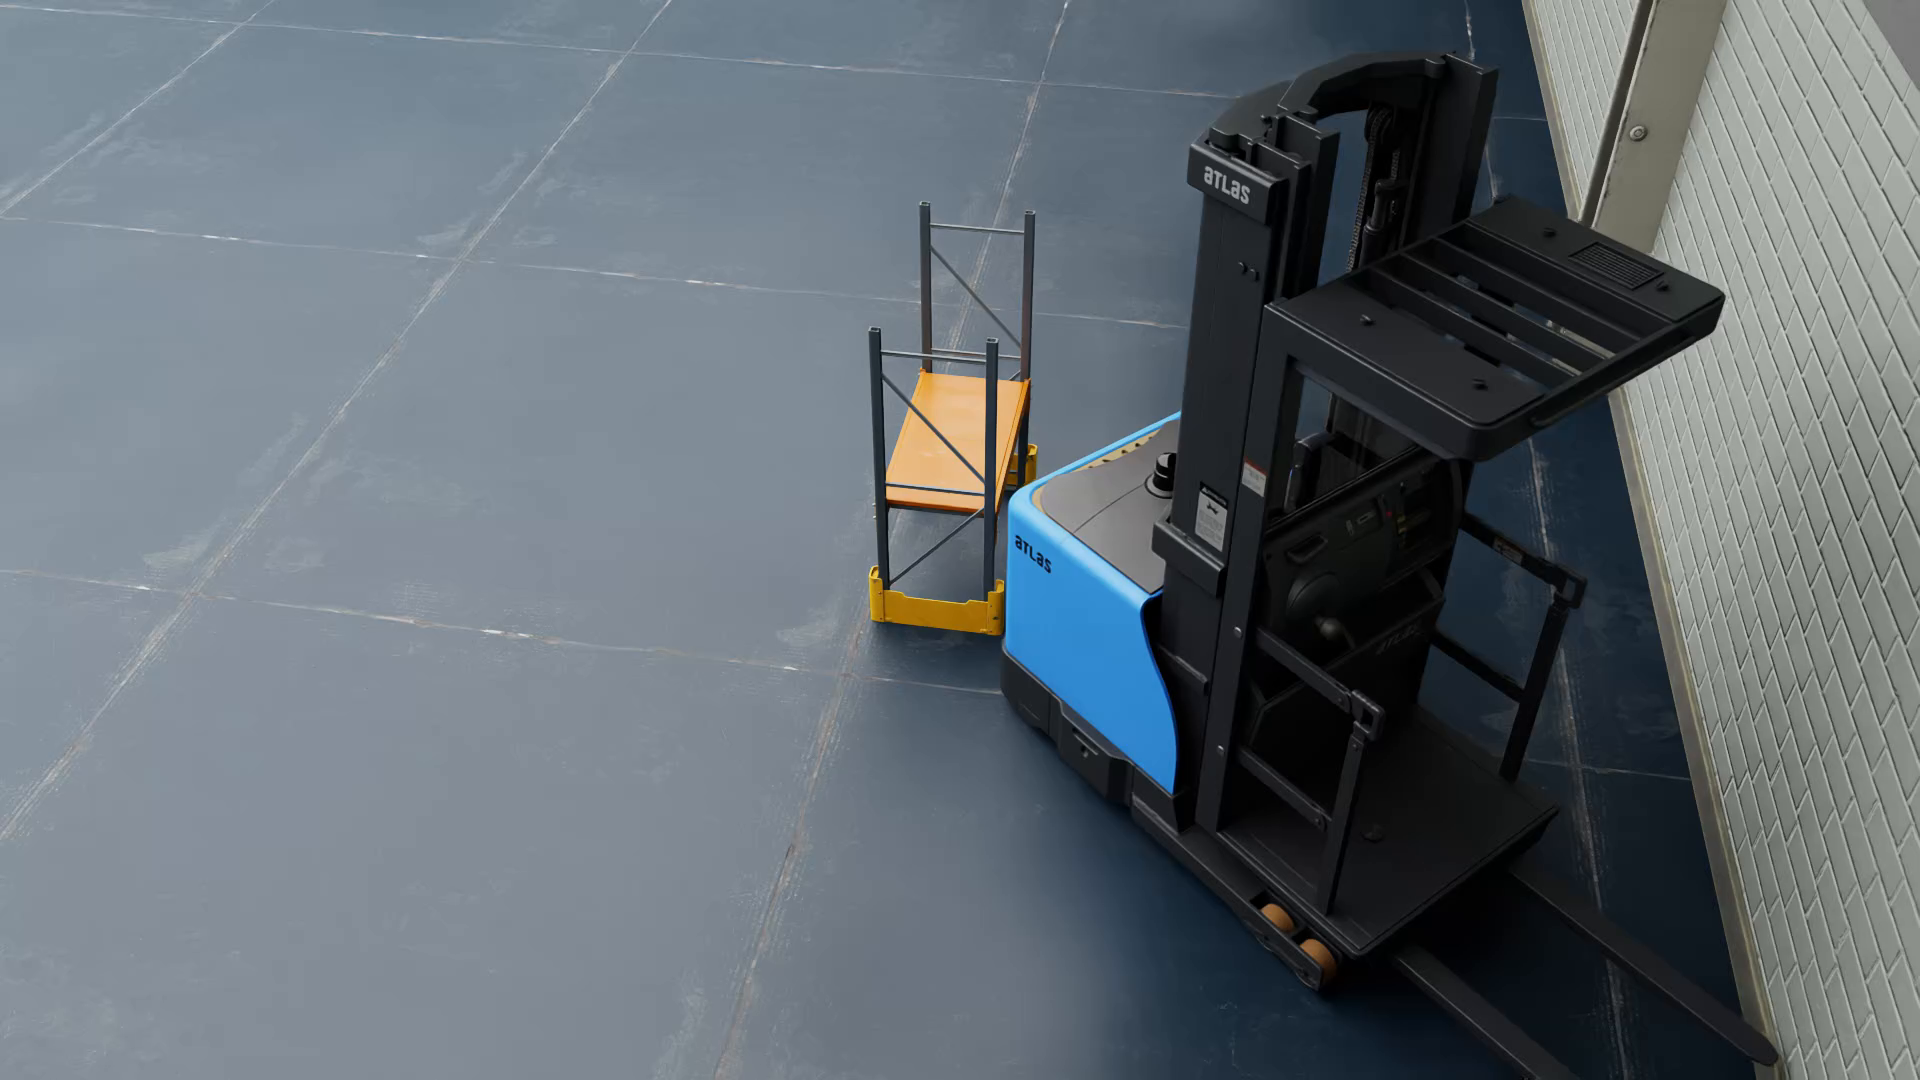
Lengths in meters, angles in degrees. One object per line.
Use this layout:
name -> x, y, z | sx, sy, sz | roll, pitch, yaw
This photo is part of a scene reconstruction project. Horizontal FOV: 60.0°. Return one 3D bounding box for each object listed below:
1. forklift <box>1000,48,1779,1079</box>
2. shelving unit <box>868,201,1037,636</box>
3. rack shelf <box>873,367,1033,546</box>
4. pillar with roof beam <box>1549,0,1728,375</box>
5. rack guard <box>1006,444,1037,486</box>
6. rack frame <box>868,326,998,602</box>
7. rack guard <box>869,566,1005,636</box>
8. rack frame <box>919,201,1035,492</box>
forklift -> 1.464, 0.080, 5.353 | 1.130, 2.935, 3.031 | -26, 46, -28
shelving unit -> -0.013, -0.530, 7.214 | 0.587, 1.500, 1.083 | 6, 40, 8
rack shelf -> -0.015, -0.386, 7.322 | 0.538, 0.185, 1.000 | 6, 40, 8
pillar with roof beam -> -0.933, -4.886, 6.598 | 9.100, 9.000, 0.400 | 6, 40, 8
rack guard -> 0.073, -0.361, 7.991 | 0.587, 0.250, 0.087 | 6, 40, 8
rack frame -> -0.103, -0.205, 6.821 | 0.500, 1.500, 0.032 | 6, 40, 8
rack guard -> -0.099, 0.264, 7.234 | 0.587, 0.250, 0.087 | 6, 40, 8
rack frame -> 0.073, -0.844, 7.593 | 0.500, 1.500, 0.032 | 6, 40, 8
